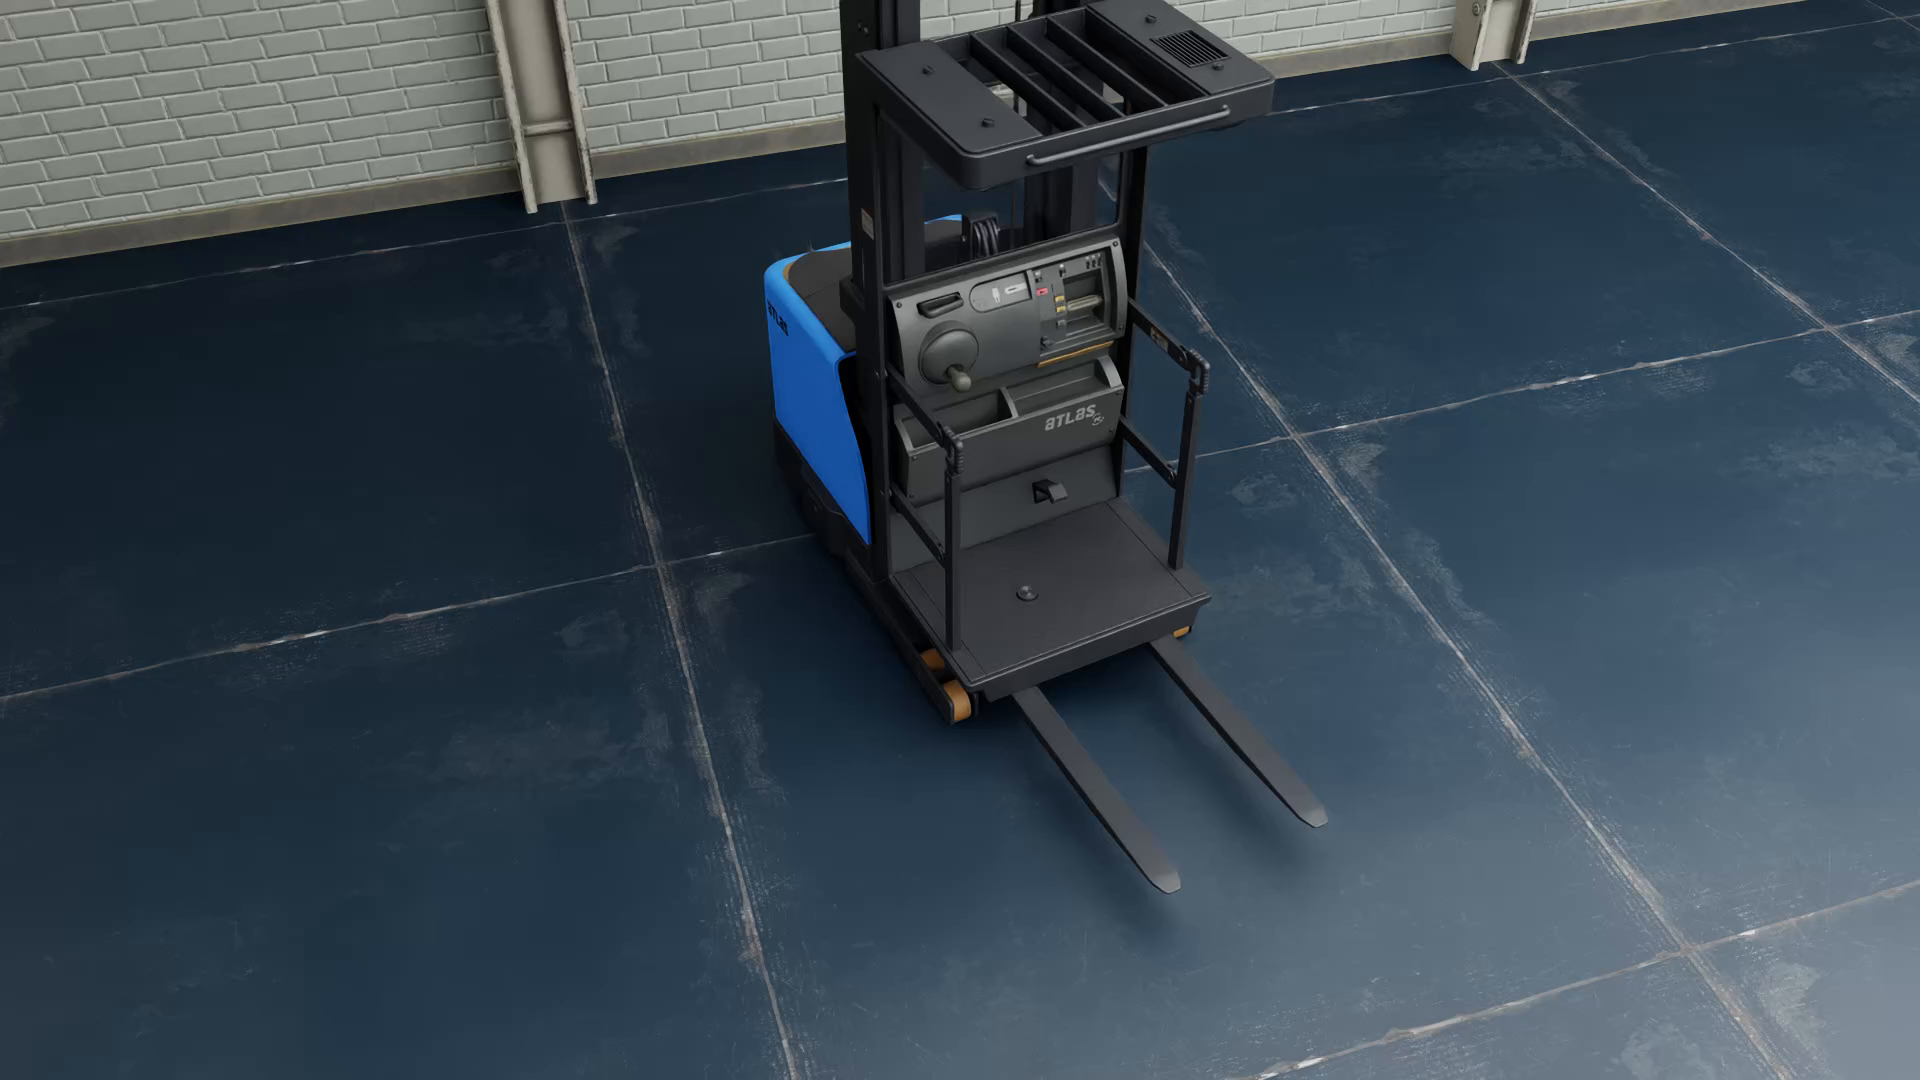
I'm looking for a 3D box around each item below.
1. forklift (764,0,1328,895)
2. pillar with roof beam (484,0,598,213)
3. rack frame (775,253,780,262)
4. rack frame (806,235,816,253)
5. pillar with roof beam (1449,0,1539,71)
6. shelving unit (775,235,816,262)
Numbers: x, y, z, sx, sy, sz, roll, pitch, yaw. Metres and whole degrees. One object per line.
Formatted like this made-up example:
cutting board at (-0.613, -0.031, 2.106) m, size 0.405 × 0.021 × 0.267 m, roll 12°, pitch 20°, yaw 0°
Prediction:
forklift at (0.290, -0.737, 5.866) m, size 1.130 × 2.935 × 3.031 m, roll -19°, pitch 45°, yaw -20°
pillar with roof beam at (-0.998, -2.659, 3.454) m, size 0.400 × 9.000 × 9.100 m, roll -12°, pitch 42°, yaw -13°
rack frame at (-0.714, -0.869, 7.549) m, size 0.240 × 0.900 × 0.006 m, roll 26°, pitch 46°, yaw 28°
rack frame at (-0.590, -0.971, 7.673) m, size 0.240 × 0.900 × 0.006 m, roll 26°, pitch 46°, yaw 28°
pillar with roof beam at (4.725, -3.845, 4.811) m, size 0.400 × 9.000 × 9.100 m, roll -12°, pitch 42°, yaw -13°
shelving unit at (-0.652, -0.920, 7.611) m, size 0.258 × 0.900 × 0.210 m, roll 26°, pitch 46°, yaw 28°
